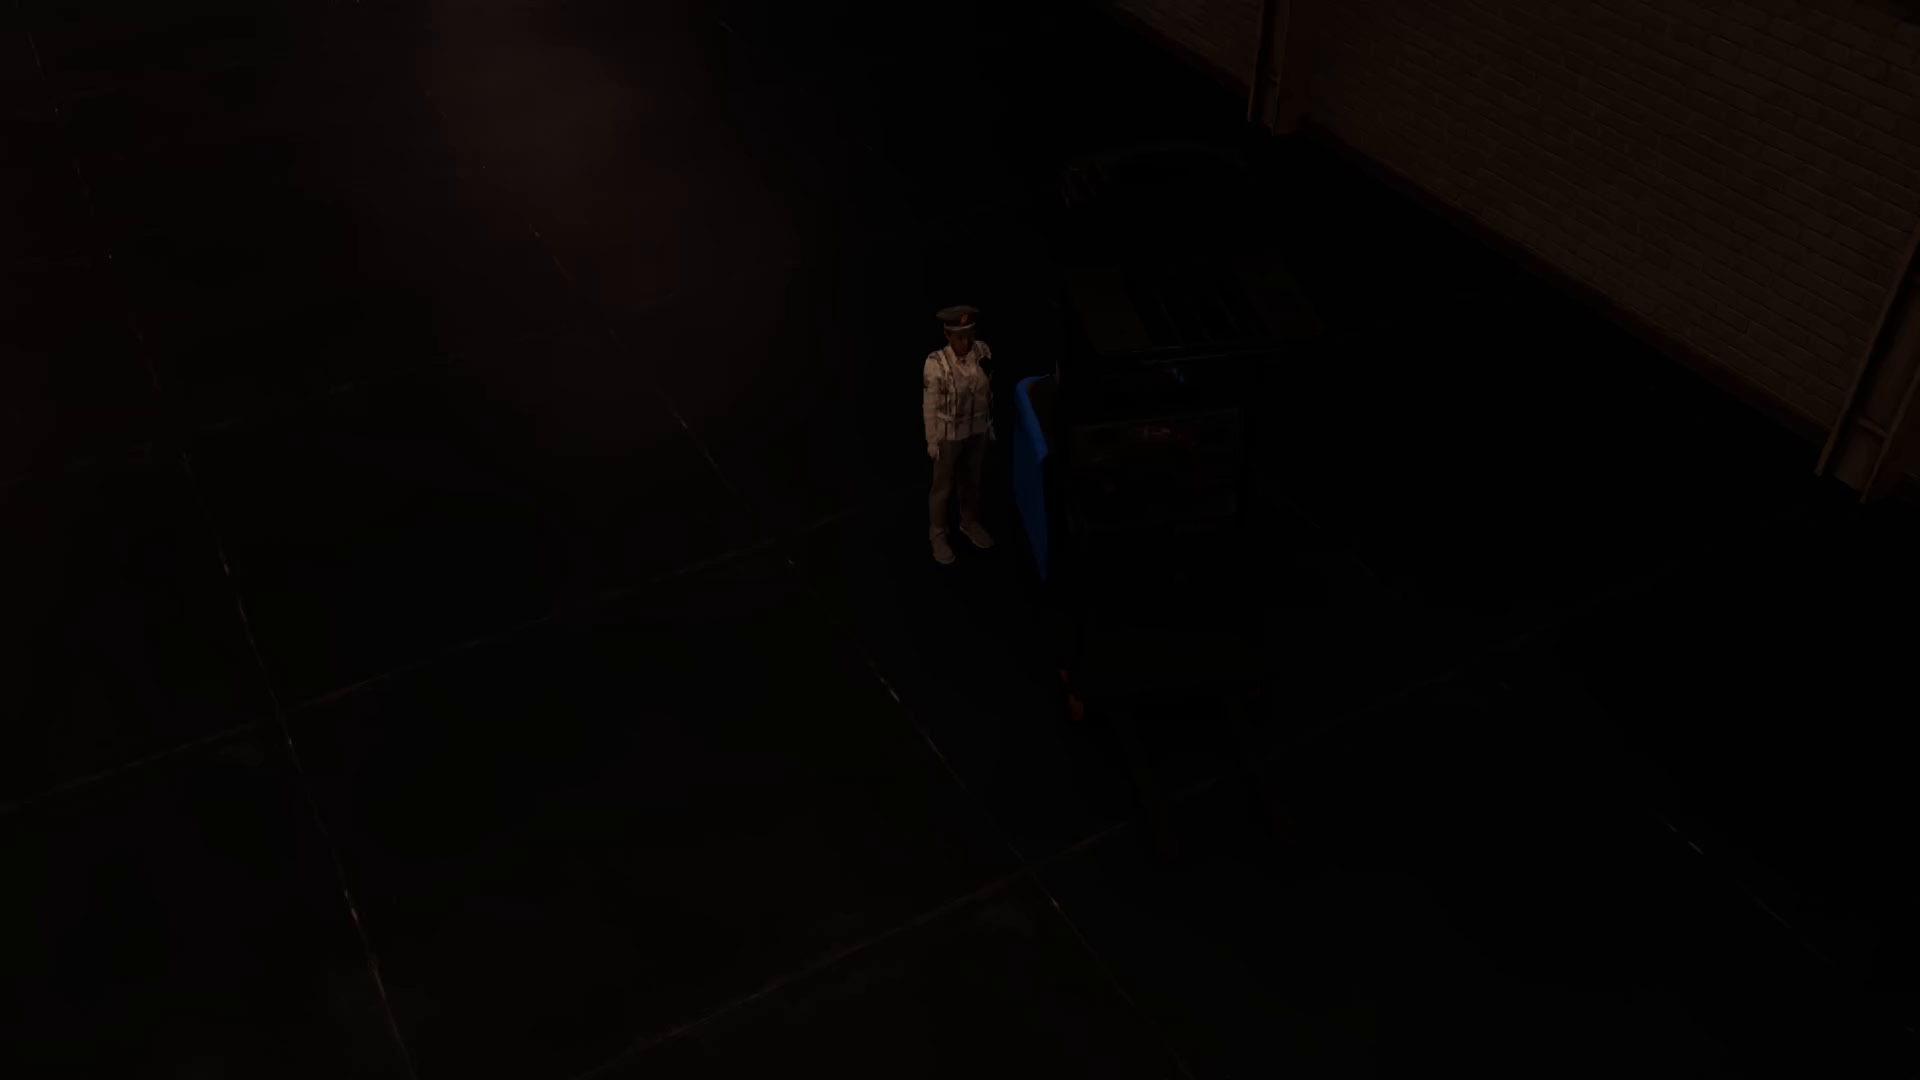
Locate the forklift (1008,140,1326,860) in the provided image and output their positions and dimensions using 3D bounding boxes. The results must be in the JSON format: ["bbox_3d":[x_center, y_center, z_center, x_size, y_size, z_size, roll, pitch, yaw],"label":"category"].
[{"bbox_3d":[1.068,-0.387,8.503,1.130,2.935,3.031,-7,40,-8],"label":"forklift"}]

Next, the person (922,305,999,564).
[{"bbox_3d":[0.009,-0.641,9.784,0.463,1.692,0.337,-20,44,-23],"label":"person"}]
